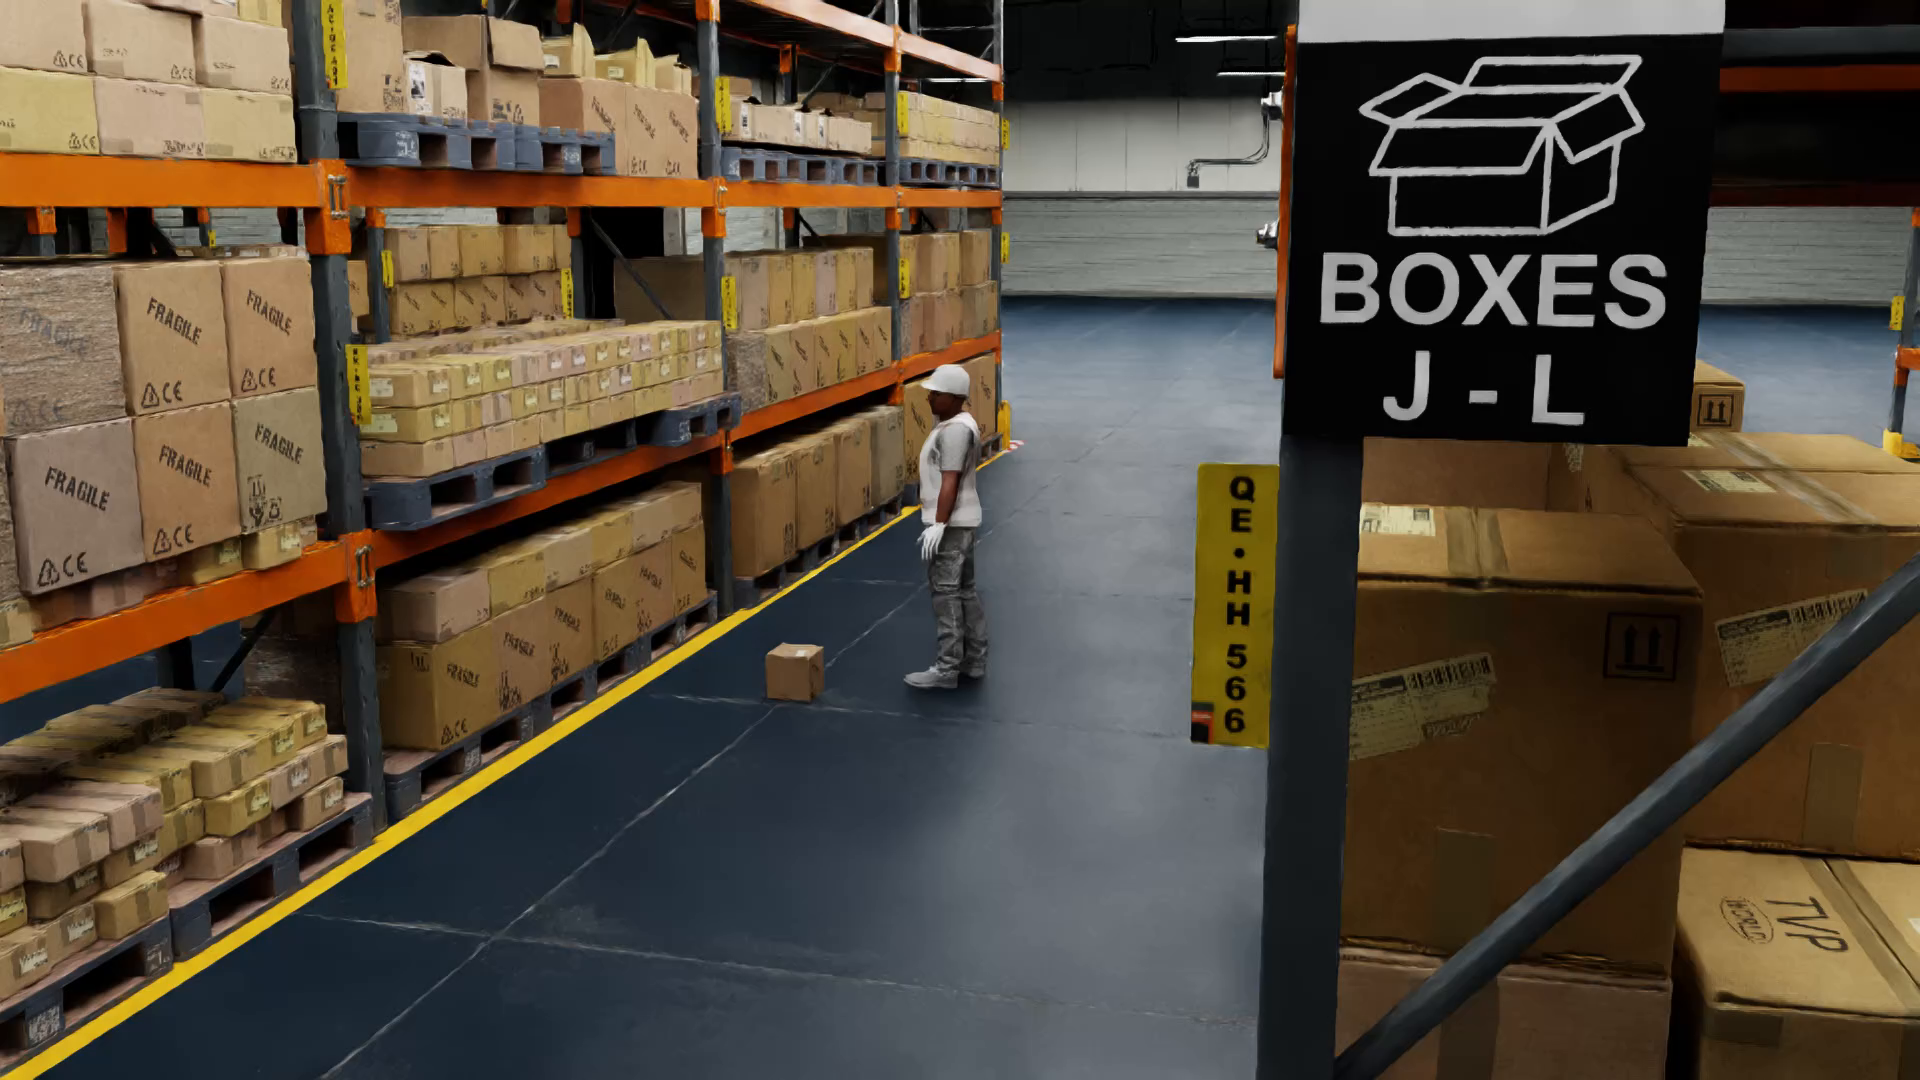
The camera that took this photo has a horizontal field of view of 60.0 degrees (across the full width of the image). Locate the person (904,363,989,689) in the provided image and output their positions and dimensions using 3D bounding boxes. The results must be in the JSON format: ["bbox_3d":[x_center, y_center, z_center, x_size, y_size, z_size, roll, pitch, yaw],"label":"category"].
[{"bbox_3d":[-0.078,-0.076,9.155,0.457,1.787,0.680,1,11,5],"label":"person"}]
